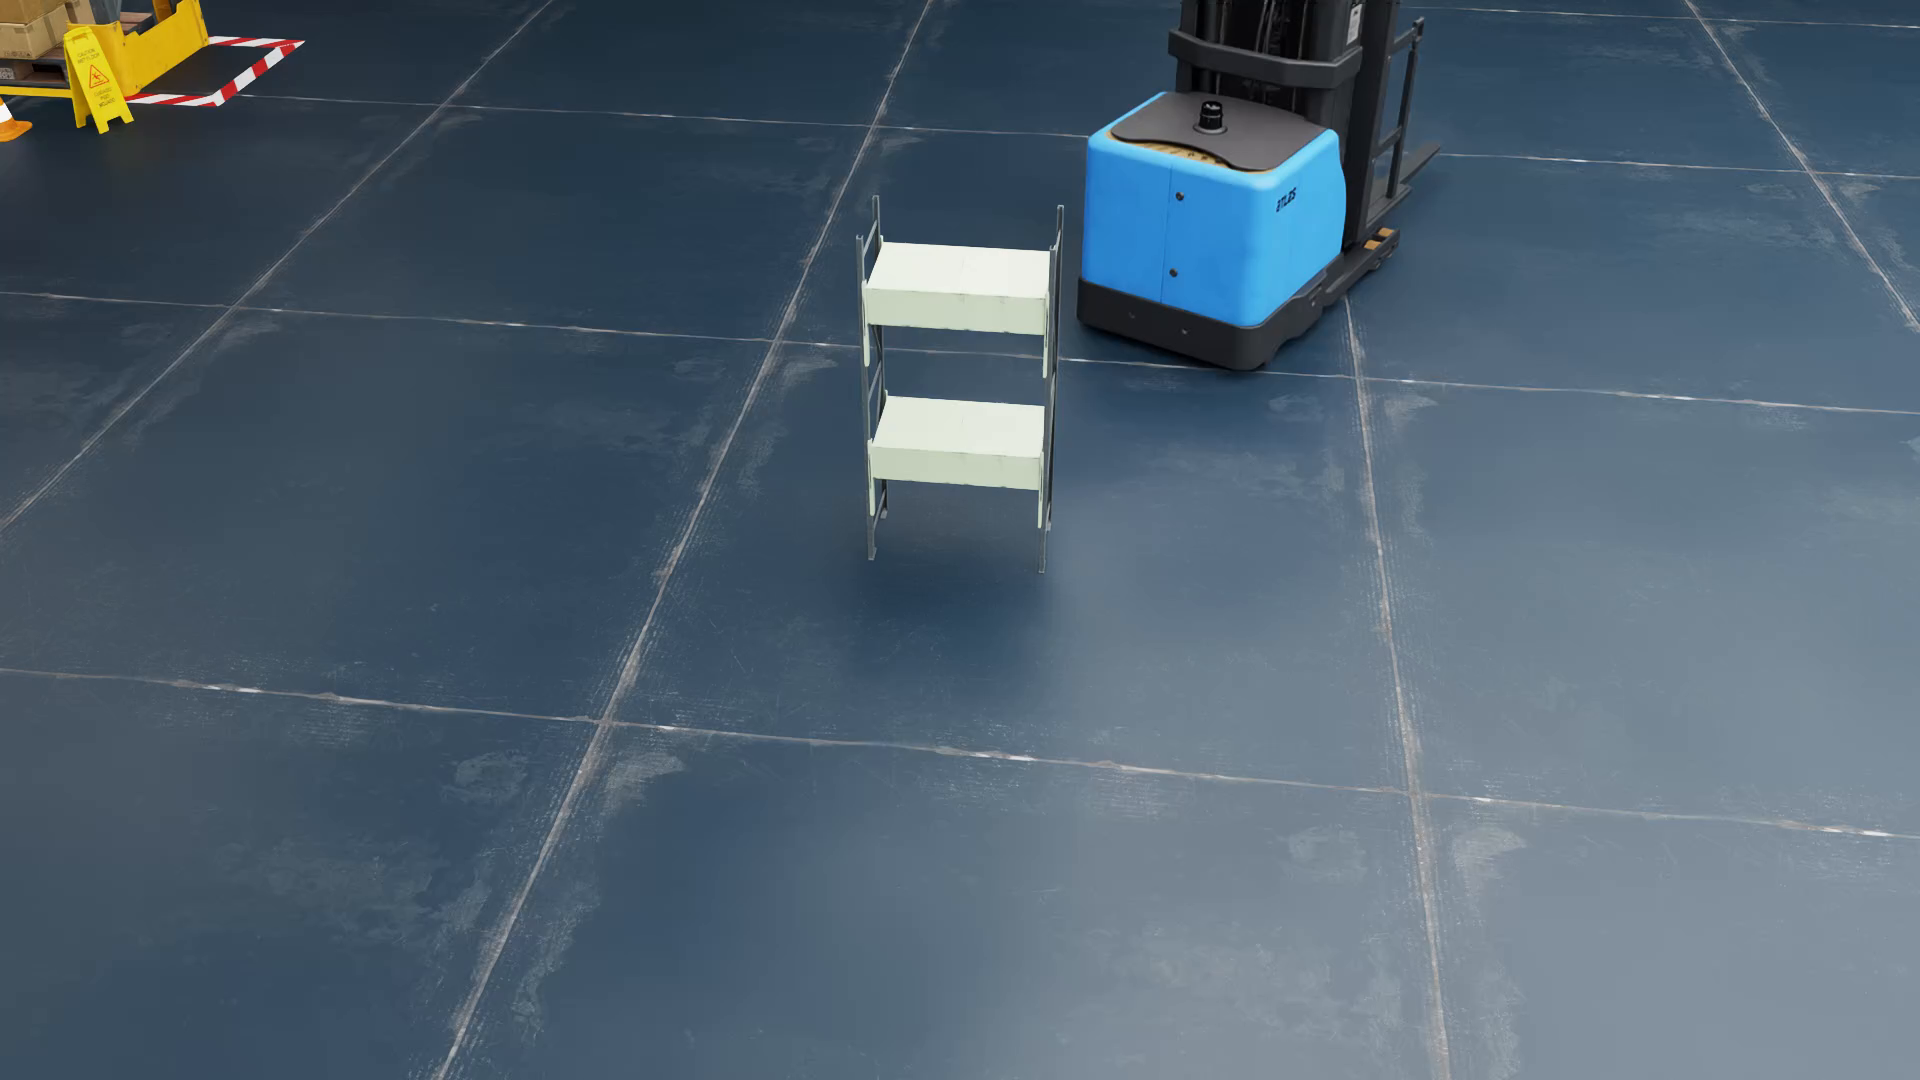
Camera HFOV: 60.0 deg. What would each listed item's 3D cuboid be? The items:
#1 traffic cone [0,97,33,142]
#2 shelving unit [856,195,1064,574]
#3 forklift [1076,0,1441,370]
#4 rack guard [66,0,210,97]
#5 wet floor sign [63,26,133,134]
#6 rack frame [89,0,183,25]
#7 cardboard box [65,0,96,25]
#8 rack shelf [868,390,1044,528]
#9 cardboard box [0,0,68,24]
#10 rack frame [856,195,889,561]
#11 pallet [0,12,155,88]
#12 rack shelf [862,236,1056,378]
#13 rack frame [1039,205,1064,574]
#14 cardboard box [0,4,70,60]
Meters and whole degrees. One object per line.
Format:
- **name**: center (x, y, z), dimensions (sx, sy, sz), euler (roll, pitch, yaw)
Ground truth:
- **traffic cone**: center (-6.378, -2.897, 10.911), dimensions (0.334, 0.463, 0.336), euler (4, 36, 6)
- **shelving unit**: center (0.007, -0.610, 6.814), dimensions (0.755, 1.500, 0.431), euler (4, 36, 6)
- **forklift**: center (1.859, -2.856, 8.729), dimensions (1.130, 2.935, 3.031), euler (22, 41, 27)
- **rack guard**: center (-5.863, -3.630, 11.905), dimensions (0.348, 0.500, 1.175), euler (4, 36, 6)
- **wet floor sign**: center (-5.735, -3.053, 10.972), dimensions (0.232, 0.644, 0.267), euler (17, 39, 22)
- **rack frame**: center (-5.787, -4.641, 11.171), dimensions (0.127, 3.000, 1.000), euler (4, 36, 6)
- **cardboard box**: center (-6.552, -3.912, 12.155), dimensions (0.500, 0.250, 0.500), euler (4, 36, 6)
- **rack shelf**: center (0.007, -0.345, 7.003), dimensions (0.720, 0.370, 0.431), euler (4, 36, 6)
- **cardboard box**: center (-6.615, -3.907, 11.503), dimensions (0.500, 0.500, 0.500), euler (4, 36, 6)
- **rack frame**: center (-0.356, -0.637, 6.852), dimensions (0.023, 1.500, 0.400), euler (4, 36, 6)
- **pallet**: center (-6.664, -3.593, 12.102), dimensions (1.213, 0.211, 1.003), euler (4, 36, 6)
- **rack shelf**: center (0.007, -0.928, 6.587), dimensions (0.720, 0.370, 0.431), euler (4, 36, 6)
- **rack frame**: center (0.370, -0.583, 6.776), dimensions (0.023, 1.500, 0.400), euler (4, 36, 6)
- **cardboard box**: center (-6.647, -3.600, 11.717), dimensions (0.500, 0.250, 0.500), euler (4, 36, 6)
